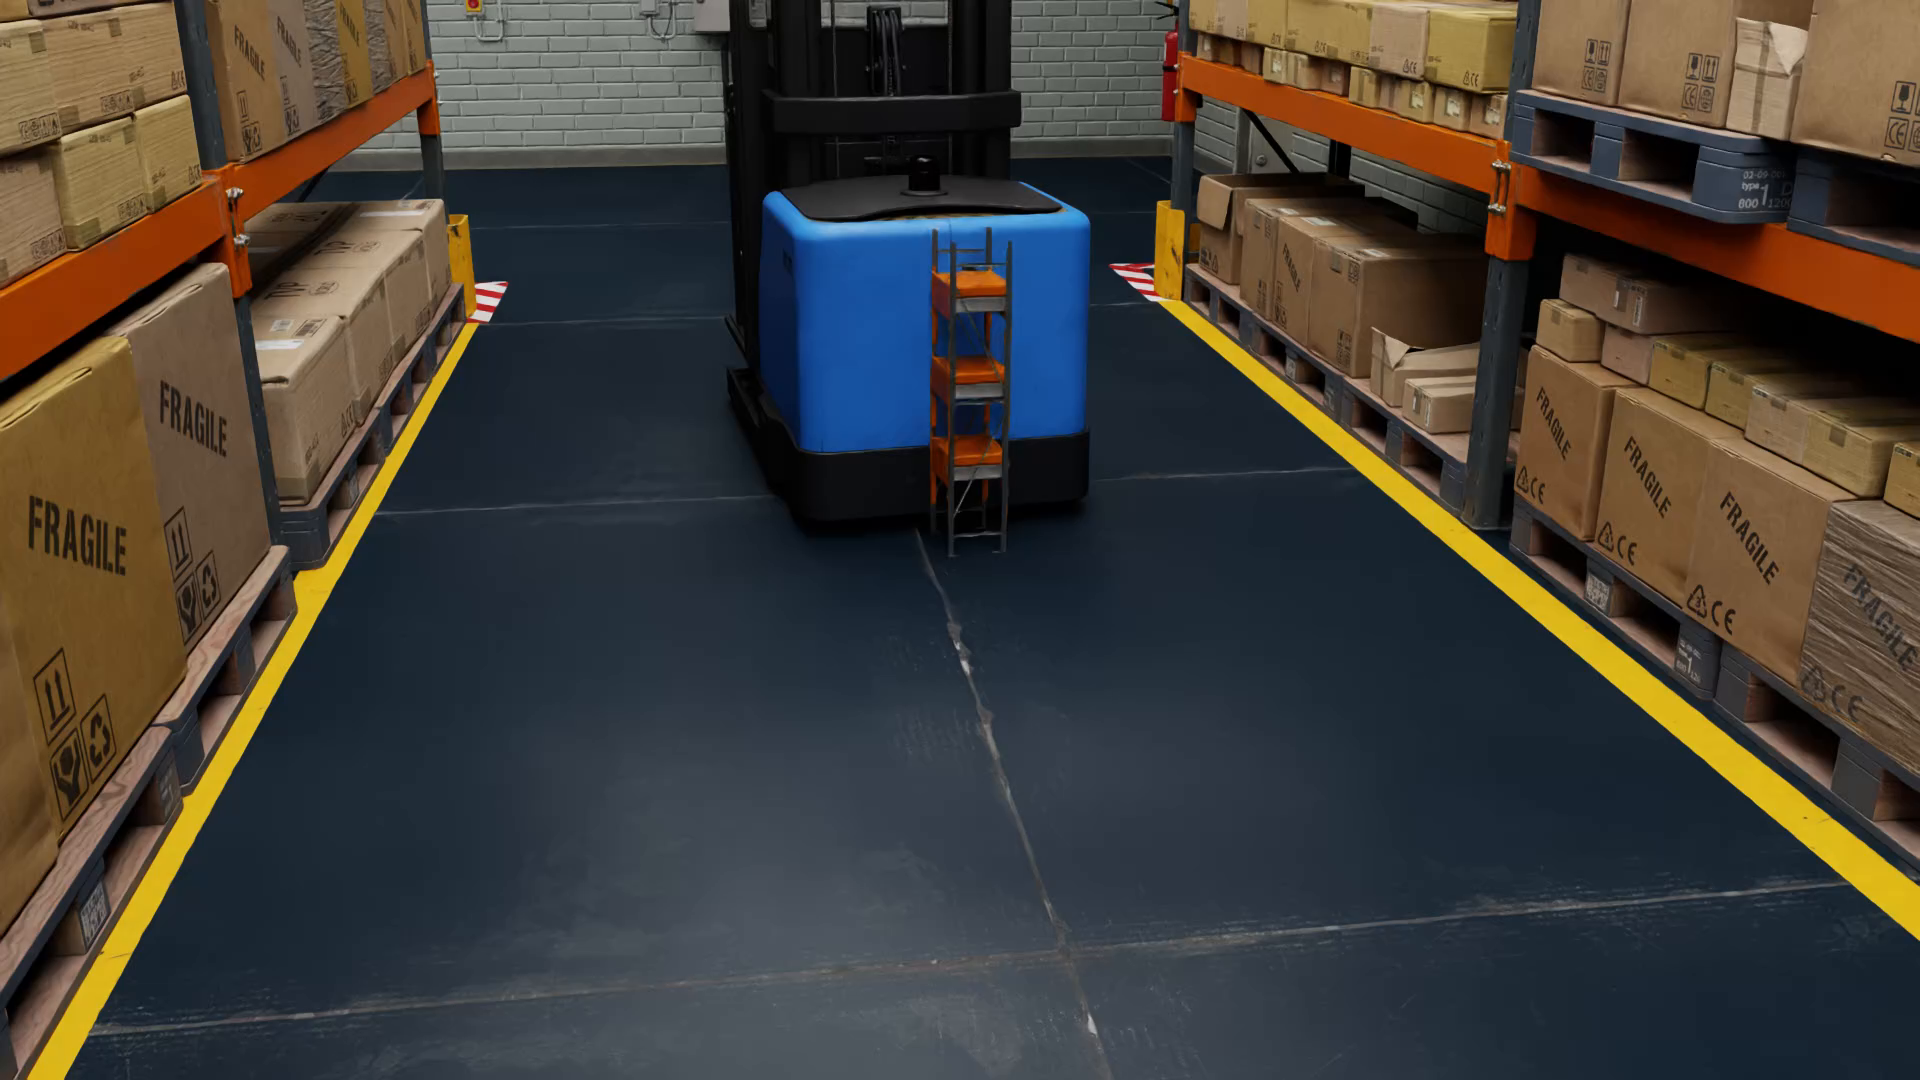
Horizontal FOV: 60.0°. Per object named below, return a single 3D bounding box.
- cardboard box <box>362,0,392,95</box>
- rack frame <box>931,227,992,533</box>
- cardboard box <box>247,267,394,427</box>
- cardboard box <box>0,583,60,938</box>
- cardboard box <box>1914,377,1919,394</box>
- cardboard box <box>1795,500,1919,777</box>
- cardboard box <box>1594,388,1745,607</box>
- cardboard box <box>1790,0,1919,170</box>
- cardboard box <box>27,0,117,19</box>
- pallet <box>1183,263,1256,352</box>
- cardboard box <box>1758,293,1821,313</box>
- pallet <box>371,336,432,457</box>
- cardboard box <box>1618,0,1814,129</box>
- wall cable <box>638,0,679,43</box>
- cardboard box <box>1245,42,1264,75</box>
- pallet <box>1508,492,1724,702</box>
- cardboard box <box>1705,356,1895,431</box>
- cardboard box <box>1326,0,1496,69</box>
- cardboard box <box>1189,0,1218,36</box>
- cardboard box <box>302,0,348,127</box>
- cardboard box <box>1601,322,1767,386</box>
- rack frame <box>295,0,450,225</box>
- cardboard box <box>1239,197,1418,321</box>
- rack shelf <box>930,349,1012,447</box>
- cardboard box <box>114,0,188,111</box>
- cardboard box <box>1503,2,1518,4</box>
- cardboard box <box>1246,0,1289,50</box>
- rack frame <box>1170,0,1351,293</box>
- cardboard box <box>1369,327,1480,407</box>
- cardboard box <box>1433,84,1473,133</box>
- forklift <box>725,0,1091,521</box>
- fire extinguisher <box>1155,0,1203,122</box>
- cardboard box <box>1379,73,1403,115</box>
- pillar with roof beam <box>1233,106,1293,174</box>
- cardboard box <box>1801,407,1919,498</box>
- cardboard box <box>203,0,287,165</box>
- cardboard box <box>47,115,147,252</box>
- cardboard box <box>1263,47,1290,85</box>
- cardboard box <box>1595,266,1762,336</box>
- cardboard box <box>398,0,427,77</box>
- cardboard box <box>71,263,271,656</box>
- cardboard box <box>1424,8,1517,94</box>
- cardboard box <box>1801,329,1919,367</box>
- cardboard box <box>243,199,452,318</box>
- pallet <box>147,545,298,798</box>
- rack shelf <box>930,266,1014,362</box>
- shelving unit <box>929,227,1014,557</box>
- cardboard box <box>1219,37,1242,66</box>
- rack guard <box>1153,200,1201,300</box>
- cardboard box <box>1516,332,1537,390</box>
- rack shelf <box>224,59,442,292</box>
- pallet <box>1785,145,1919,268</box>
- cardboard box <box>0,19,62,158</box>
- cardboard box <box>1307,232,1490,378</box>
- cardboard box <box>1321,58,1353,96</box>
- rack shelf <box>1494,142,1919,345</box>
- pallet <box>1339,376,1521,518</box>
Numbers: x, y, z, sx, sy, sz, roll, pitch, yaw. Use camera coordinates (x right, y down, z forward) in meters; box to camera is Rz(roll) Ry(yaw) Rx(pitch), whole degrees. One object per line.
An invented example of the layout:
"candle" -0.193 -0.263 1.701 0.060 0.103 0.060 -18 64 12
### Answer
"cardboard box" -2.742 -2.149 7.041 0.500 0.500 0.500 -2 21 -6
"rack frame" 0.001 -0.526 5.620 0.200 1.050 0.008 -5 21 -14
"cardboard box" -2.752 -0.752 6.505 0.875 0.438 0.875 -4 21 -9
"cardboard box" -2.203 0.408 2.773 0.875 0.875 0.875 -3 21 -7
"cardboard box" 2.748 -0.332 4.362 0.380 0.149 0.250 -2 21 -6
"cardboard box" 2.343 0.215 3.826 0.500 0.500 0.500 -4 21 -10
"cardboard box" 2.207 -0.138 4.771 0.500 0.500 0.500 -3 21 -8
"cardboard box" 2.310 -1.089 3.601 0.700 0.500 0.500 -3 21 -8
"cardboard box" -2.243 -1.418 3.653 0.500 0.500 0.500 -3 21 -7
"pallet" 1.824 -1.251 8.765 1.003 0.211 1.213 -3 21 -8
"cardboard box" 2.612 -0.692 5.326 0.380 0.149 0.250 -4 21 -10
"pallet" -2.849 -0.607 7.041 1.003 0.211 1.213 -3 21 -8
"cardboard box" 2.197 -1.360 4.328 0.700 0.500 0.500 -3 21 -7
"wall cable" -2.648 -5.111 13.661 0.588 1.984 0.122 -3 21 -8
"cardboard box" 1.603 -2.349 8.077 0.380 0.149 0.250 -2 21 -6
"pallet" 2.428 0.111 5.117 1.003 0.211 1.213 -3 21 -8
"cardboard box" 2.280 -0.392 4.525 0.380 0.149 0.250 -3 21 -9
"cardboard box" 1.813 -2.054 6.718 0.500 0.250 0.500 -3 21 -8
"cardboard box" 1.496 -2.758 8.603 0.500 0.250 0.500 -3 21 -7
"cardboard box" -2.580 -1.793 6.086 0.500 0.500 0.500 -3 21 -7
"cardboard box" 2.178 -0.575 5.014 0.380 0.149 0.250 -3 21 -9
"rack frame" -3.214 -2.608 8.412 1.000 3.000 0.127 -3 21 -8
"cardboard box" 1.776 -1.371 8.072 0.700 0.500 0.500 -2 21 -6
"rack shelf" 0.032 -0.475 5.513 0.215 0.259 0.240 -5 21 -14
"cardboard box" -2.334 -1.247 4.267 0.500 0.250 0.500 -3 21 -8
"cardboard box" 2.390 -1.902 6.312 0.500 0.250 0.500 -3 21 -8
"cardboard box" 1.645 -2.408 7.666 0.500 0.250 0.500 -3 21 -9
"rack frame" 1.697 -2.860 9.086 1.000 3.000 0.127 -3 21 -8
"cardboard box" 1.851 -0.693 6.591 0.396 0.266 0.258 -2 21 -6
"cardboard box" 1.919 -1.544 5.922 0.380 0.149 0.250 -2 21 -6
"forklift" -0.400 -1.921 6.671 1.130 2.935 3.031 -5 21 -13
"fire extinguisher" 1.218 -2.677 9.239 0.296 0.674 0.183 -3 21 -8
"cardboard box" 1.846 -1.725 6.406 0.380 0.149 0.250 -2 21 -6
"pillar with roof beam" -2.060 -6.432 10.076 9.100 9.000 0.400 -3 21 -8
"cardboard box" 2.312 -0.218 4.058 0.380 0.149 0.250 -2 21 -6
"cardboard box" -2.446 -1.446 5.157 0.500 0.500 0.500 -2 21 -6
"cardboard box" -2.251 -0.834 3.876 0.500 0.250 0.500 -3 21 -9
"cardboard box" 1.609 -2.166 7.587 0.380 0.149 0.250 -4 21 -9
"cardboard box" 2.147 -0.719 4.973 0.380 0.149 0.250 -4 21 -10
"cardboard box" -2.883 -2.501 7.983 0.500 0.500 0.500 -3 21 -7
"cardboard box" -2.469 -0.214 4.439 0.875 0.875 0.875 -2 21 -6
"cardboard box" 1.959 -1.708 5.791 0.500 0.250 0.500 -2 21 -6
"cardboard box" 2.699 -0.517 4.859 0.380 0.149 0.250 -3 21 -7
"cardboard box" -3.020 -1.381 8.189 0.875 0.438 0.875 -4 21 -10
"pallet" -2.452 0.346 4.487 1.003 0.211 1.213 -3 21 -8
"rack shelf" 0.036 -0.741 5.414 0.215 0.259 0.240 -5 21 -14
"shelving unit" 0.032 -0.485 5.509 0.215 1.050 0.252 -5 21 -14
"cardboard box" 1.555 -2.529 8.559 0.380 0.149 0.250 -2 21 -6
"rack guard" 1.708 -1.663 9.453 1.175 0.500 0.348 -3 21 -8
"cardboard box" 2.412 -0.653 6.419 0.500 0.311 0.500 -2 21 -6
"rack shelf" -2.926 -1.579 6.684 1.077 0.370 4.000 -3 21 -8
"pallet" 2.565 -0.673 3.506 1.003 0.211 1.213 -3 21 -8
"cardboard box" -2.174 -0.895 3.325 0.500 0.250 0.500 -2 21 -6
"cardboard box" 1.926 -1.012 7.110 0.700 0.500 0.500 -4 21 -10
"cardboard box" 1.773 -1.990 7.116 0.380 0.149 0.250 -3 21 -8
"rack shelf" 2.562 -0.445 3.650 1.077 0.370 4.000 -3 21 -8
"pallet" 2.176 -0.406 6.503 1.003 0.211 1.213 -3 21 -8
